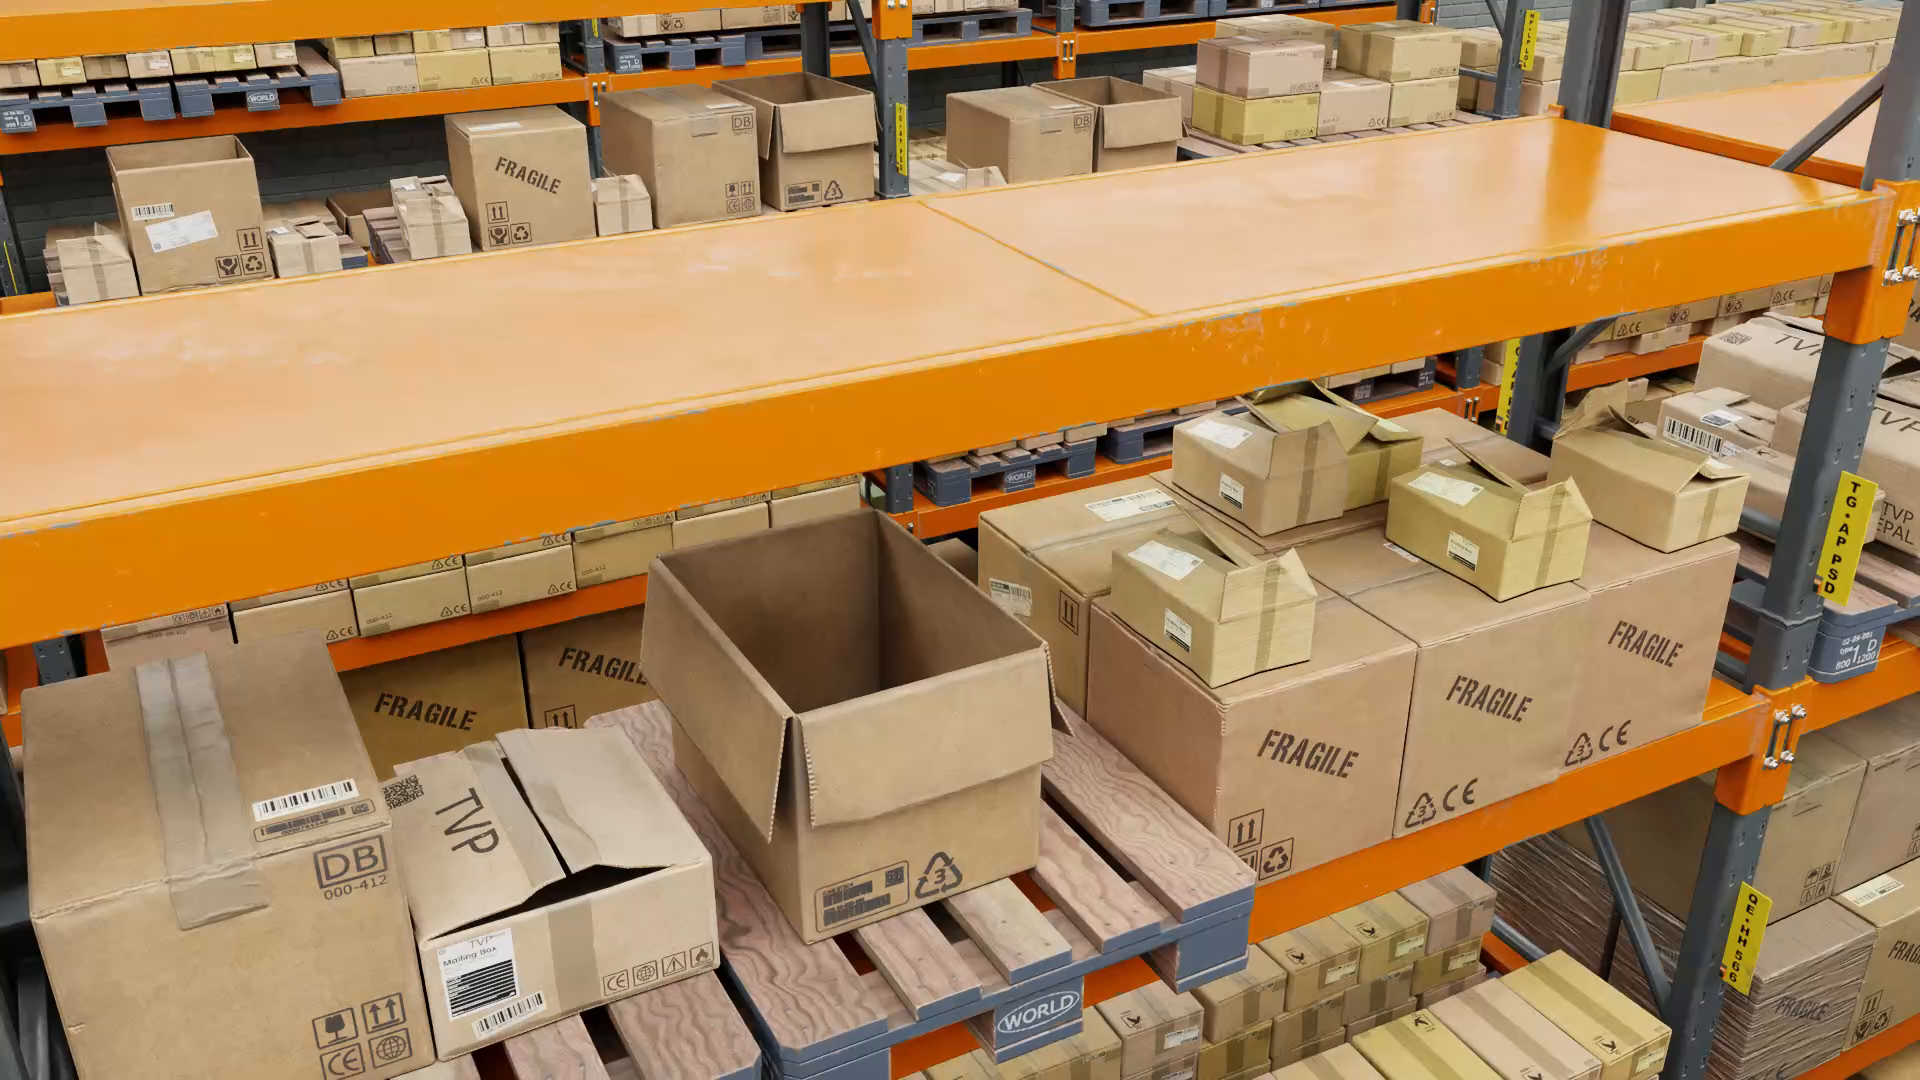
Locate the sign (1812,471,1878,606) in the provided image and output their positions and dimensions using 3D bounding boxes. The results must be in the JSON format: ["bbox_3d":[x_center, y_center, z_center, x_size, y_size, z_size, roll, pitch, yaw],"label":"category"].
[{"bbox_3d":[2.140,-0.003,4.029,0.005,0.325,0.100,-13,29,-25],"label":"sign"}]

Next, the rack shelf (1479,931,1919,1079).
[{"bbox_3d":[3.651,1.292,6.227,4.000,0.370,1.077,-13,29,-25],"label":"rack shelf"}]

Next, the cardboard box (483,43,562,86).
[{"bbox_3d":[-3.210,-3.477,12.037,0.500,0.250,0.500,-14,29,-27],"label":"cardboard box"}]

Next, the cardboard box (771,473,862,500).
[{"bbox_3d":[-0.840,-0.457,8.634,0.500,0.250,0.500,-13,29,-25],"label":"cardboard box"}]

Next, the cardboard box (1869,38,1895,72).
[{"bbox_3d":[6.202,-3.336,11.398,0.500,0.250,0.500,-13,29,-26],"label":"cardboard box"}]

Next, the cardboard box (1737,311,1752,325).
[{"bbox_3d":[5.385,-1.653,11.819,0.250,0.149,0.380,-13,28,-24],"label":"cardboard box"}]

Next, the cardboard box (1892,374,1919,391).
[{"bbox_3d":[3.070,-0.310,4.838,0.500,0.250,0.500,-12,28,-24],"label":"cardboard box"}]

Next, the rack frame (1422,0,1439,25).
[{"bbox_3d":[4.188,-4.019,16.458,0.127,3.000,1.000,-13,29,-25],"label":"rack frame"}]

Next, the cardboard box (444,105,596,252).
[{"bbox_3d":[-1.951,-1.612,7.377,0.500,0.500,0.500,-13,28,-25],"label":"cardboard box"}]

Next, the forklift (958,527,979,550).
[{"bbox_3d":[1.221,-1.669,11.641,3.031,2.935,1.130,-14,29,-27],"label":"forklift"}]

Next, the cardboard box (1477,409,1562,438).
[{"bbox_3d":[3.645,-0.615,11.192,0.500,0.500,0.500,-12,28,-23],"label":"cardboard box"}]

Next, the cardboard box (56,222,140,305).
[{"bbox_3d":[-3.456,-1.130,6.643,0.258,0.266,0.396,-13,29,-26],"label":"cardboard box"}]

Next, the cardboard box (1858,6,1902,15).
[{"bbox_3d":[6.367,-3.541,11.365,0.250,0.149,0.380,-13,28,-25],"label":"cardboard box"}]

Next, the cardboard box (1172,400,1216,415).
[{"bbox_3d":[1.291,-0.877,9.718,0.250,0.149,0.380,-12,28,-23],"label":"cardboard box"}]

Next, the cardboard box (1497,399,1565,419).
[{"bbox_3d":[3.783,-0.910,11.057,0.250,0.149,0.380,-13,28,-24],"label":"cardboard box"}]

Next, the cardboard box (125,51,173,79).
[{"bbox_3d":[-5.264,-3.105,10.777,0.250,0.149,0.380,-13,28,-24],"label":"cardboard box"}]

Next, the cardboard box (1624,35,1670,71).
[{"bbox_3d":[4.126,-3.005,10.249,0.250,0.149,0.380,-13,29,-25],"label":"cardboard box"}]

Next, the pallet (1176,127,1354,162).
[{"bbox_3d":[1.489,-2.280,9.586,1.003,0.211,1.213,-13,29,-25],"label":"pallet"}]

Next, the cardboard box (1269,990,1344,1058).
[{"bbox_3d":[0.893,1.298,4.844,0.250,0.149,0.380,-14,29,-27],"label":"cardboard box"}]

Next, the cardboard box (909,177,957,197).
[{"bbox_3d":[-0.174,-1.733,8.521,0.250,0.149,0.380,-13,29,-25],"label":"cardboard box"}]

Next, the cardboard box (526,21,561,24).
[{"bbox_3d":[-3.035,-3.805,11.916,0.250,0.149,0.380,-12,28,-23],"label":"cardboard box"}]

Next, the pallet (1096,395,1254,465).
[{"bbox_3d":[1.195,-0.827,10.031,1.213,0.211,1.003,-13,29,-25],"label":"pallet"}]

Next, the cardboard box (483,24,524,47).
[{"bbox_3d":[-3.309,-3.645,11.925,0.250,0.149,0.380,-14,29,-26],"label":"cardboard box"}]

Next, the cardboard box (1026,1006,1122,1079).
[{"bbox_3d":[0.228,1.319,4.457,0.250,0.149,0.380,-12,28,-24],"label":"cardboard box"}]

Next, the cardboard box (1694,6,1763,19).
[{"bbox_3d":[5.223,-3.534,11.350,0.250,0.149,0.380,-13,29,-25],"label":"cardboard box"}]

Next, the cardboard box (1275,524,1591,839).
[{"bbox_3d":[1.067,0.298,3.885,0.500,0.500,0.500,-13,29,-25],"label":"cardboard box"}]

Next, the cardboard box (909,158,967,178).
[{"bbox_3d":[-0.138,-1.932,8.935,0.250,0.149,0.380,-13,29,-25],"label":"cardboard box"}]

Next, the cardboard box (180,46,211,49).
[{"bbox_3d":[-5.073,-3.330,10.902,0.250,0.149,0.380,-13,28,-24],"label":"cardboard box"}]

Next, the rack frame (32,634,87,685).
[{"bbox_3d":[-4.062,0.320,7.421,0.127,3.000,1.000,-13,29,-25],"label":"rack frame"}]

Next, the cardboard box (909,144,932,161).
[{"bbox_3d":[-0.429,-3.165,13.813,0.250,0.149,0.380,-14,29,-26],"label":"cardboard box"}]

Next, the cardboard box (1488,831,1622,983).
[{"bbox_3d":[2.157,1.136,5.606,0.500,0.500,0.500,-13,29,-25],"label":"cardboard box"}]

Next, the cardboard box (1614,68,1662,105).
[{"bbox_3d":[3.965,-2.822,10.328,0.500,0.250,0.500,-13,29,-26],"label":"cardboard box"}]

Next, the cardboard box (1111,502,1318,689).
[{"bbox_3d":[0.526,0.084,3.446,0.258,0.266,0.396,-13,29,-25],"label":"cardboard box"}]

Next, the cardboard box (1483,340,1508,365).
[{"bbox_3d":[3.517,-1.472,10.693,0.500,0.500,0.500,-13,29,-25],"label":"cardboard box"}]

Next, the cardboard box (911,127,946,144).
[{"bbox_3d":[-0.235,-3.467,14.443,0.250,0.149,0.380,-13,29,-25],"label":"cardboard box"}]

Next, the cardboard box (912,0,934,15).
[{"bbox_3d":[-0.543,-4.354,13.192,0.500,0.311,0.500,-14,29,-27],"label":"cardboard box"}]

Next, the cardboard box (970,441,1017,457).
[{"bbox_3d":[0.107,-0.611,9.164,0.250,0.149,0.380,-15,29,-28],"label":"cardboard box"}]

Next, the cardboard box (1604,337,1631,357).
[{"bbox_3d":[4.300,-1.378,11.248,0.250,0.149,0.380,-13,29,-25],"label":"cardboard box"}]

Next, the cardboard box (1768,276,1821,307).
[{"bbox_3d":[5.733,-1.988,11.767,0.500,0.500,0.500,-13,29,-25],"label":"cardboard box"}]

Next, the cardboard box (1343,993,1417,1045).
[{"bbox_3d":[1.160,1.367,5.043,0.250,0.149,0.380,-12,28,-23],"label":"cardboard box"}]

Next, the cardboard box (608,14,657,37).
[{"bbox_3d":[-2.421,-3.826,12.259,0.250,0.166,0.380,-13,29,-25],"label":"cardboard box"}]

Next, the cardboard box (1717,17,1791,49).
[{"bbox_3d":[5.194,-3.322,10.909,0.250,0.149,0.380,-14,29,-27],"label":"cardboard box"}]

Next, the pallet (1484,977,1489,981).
[{"bbox_3d":[1.307,1.647,4.877,1.003,0.211,1.213,-13,29,-25],"label":"pallet"}]

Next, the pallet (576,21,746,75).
[{"bbox_3d":[-2.315,-3.829,12.815,1.003,0.211,1.213,-12,28,-23],"label":"pallet"}]

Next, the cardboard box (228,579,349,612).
[{"bbox_3d":[-3.094,0.063,7.551,0.500,0.250,0.500,-13,28,-24],"label":"cardboard box"}]

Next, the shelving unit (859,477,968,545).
[{"bbox_3d":[-0.374,-0.573,11.012,0.755,1.500,0.431,-14,29,-27],"label":"shelving unit"}]

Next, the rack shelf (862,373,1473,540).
[{"bbox_3d":[1.232,-0.578,10.122,4.000,0.370,1.077,-13,29,-25],"label":"rack shelf"}]

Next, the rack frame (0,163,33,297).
[{"bbox_3d":[-6.401,-1.575,11.367,0.127,3.000,1.000,-13,29,-25],"label":"rack frame"}]

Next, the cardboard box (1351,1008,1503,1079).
[{"bbox_3d":[1.216,1.409,4.269,0.250,0.149,0.380,-12,28,-24],"label":"cardboard box"}]

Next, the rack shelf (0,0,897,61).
[{"bbox_3d":[-2.297,-2.288,7.213,4.000,0.370,1.077,-13,29,-25],"label":"rack shelf"}]

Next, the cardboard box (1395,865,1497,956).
[{"bbox_3d":[1.383,1.052,5.014,0.250,0.149,0.380,-13,29,-25],"label":"cardboard box"}]

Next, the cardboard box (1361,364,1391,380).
[{"bbox_3d":[2.432,-1.129,10.242,0.250,0.149,0.380,-14,29,-27],"label":"cardboard box"}]

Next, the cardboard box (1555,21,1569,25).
[{"bbox_3d":[4.086,-3.274,10.809,0.250,0.149,0.380,-14,29,-26],"label":"cardboard box"}]

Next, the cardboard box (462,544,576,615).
[{"bbox_3d":[-2.188,0.096,8.060,0.500,0.250,0.500,-13,29,-26],"label":"cardboard box"}]

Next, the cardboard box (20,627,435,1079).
[{"bbox_3d":[-1.257,0.568,2.838,0.500,0.500,0.700,-13,29,-25],"label":"cardboard box"}]

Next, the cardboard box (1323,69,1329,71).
[{"bbox_3d":[1.846,-2.714,9.962,0.500,0.250,0.500,-13,29,-26],"label":"cardboard box"}]

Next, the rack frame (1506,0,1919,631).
[{"bbox_3d":[1.886,-1.330,3.924,0.127,3.000,1.000,-13,29,-25],"label":"rack frame"}]
